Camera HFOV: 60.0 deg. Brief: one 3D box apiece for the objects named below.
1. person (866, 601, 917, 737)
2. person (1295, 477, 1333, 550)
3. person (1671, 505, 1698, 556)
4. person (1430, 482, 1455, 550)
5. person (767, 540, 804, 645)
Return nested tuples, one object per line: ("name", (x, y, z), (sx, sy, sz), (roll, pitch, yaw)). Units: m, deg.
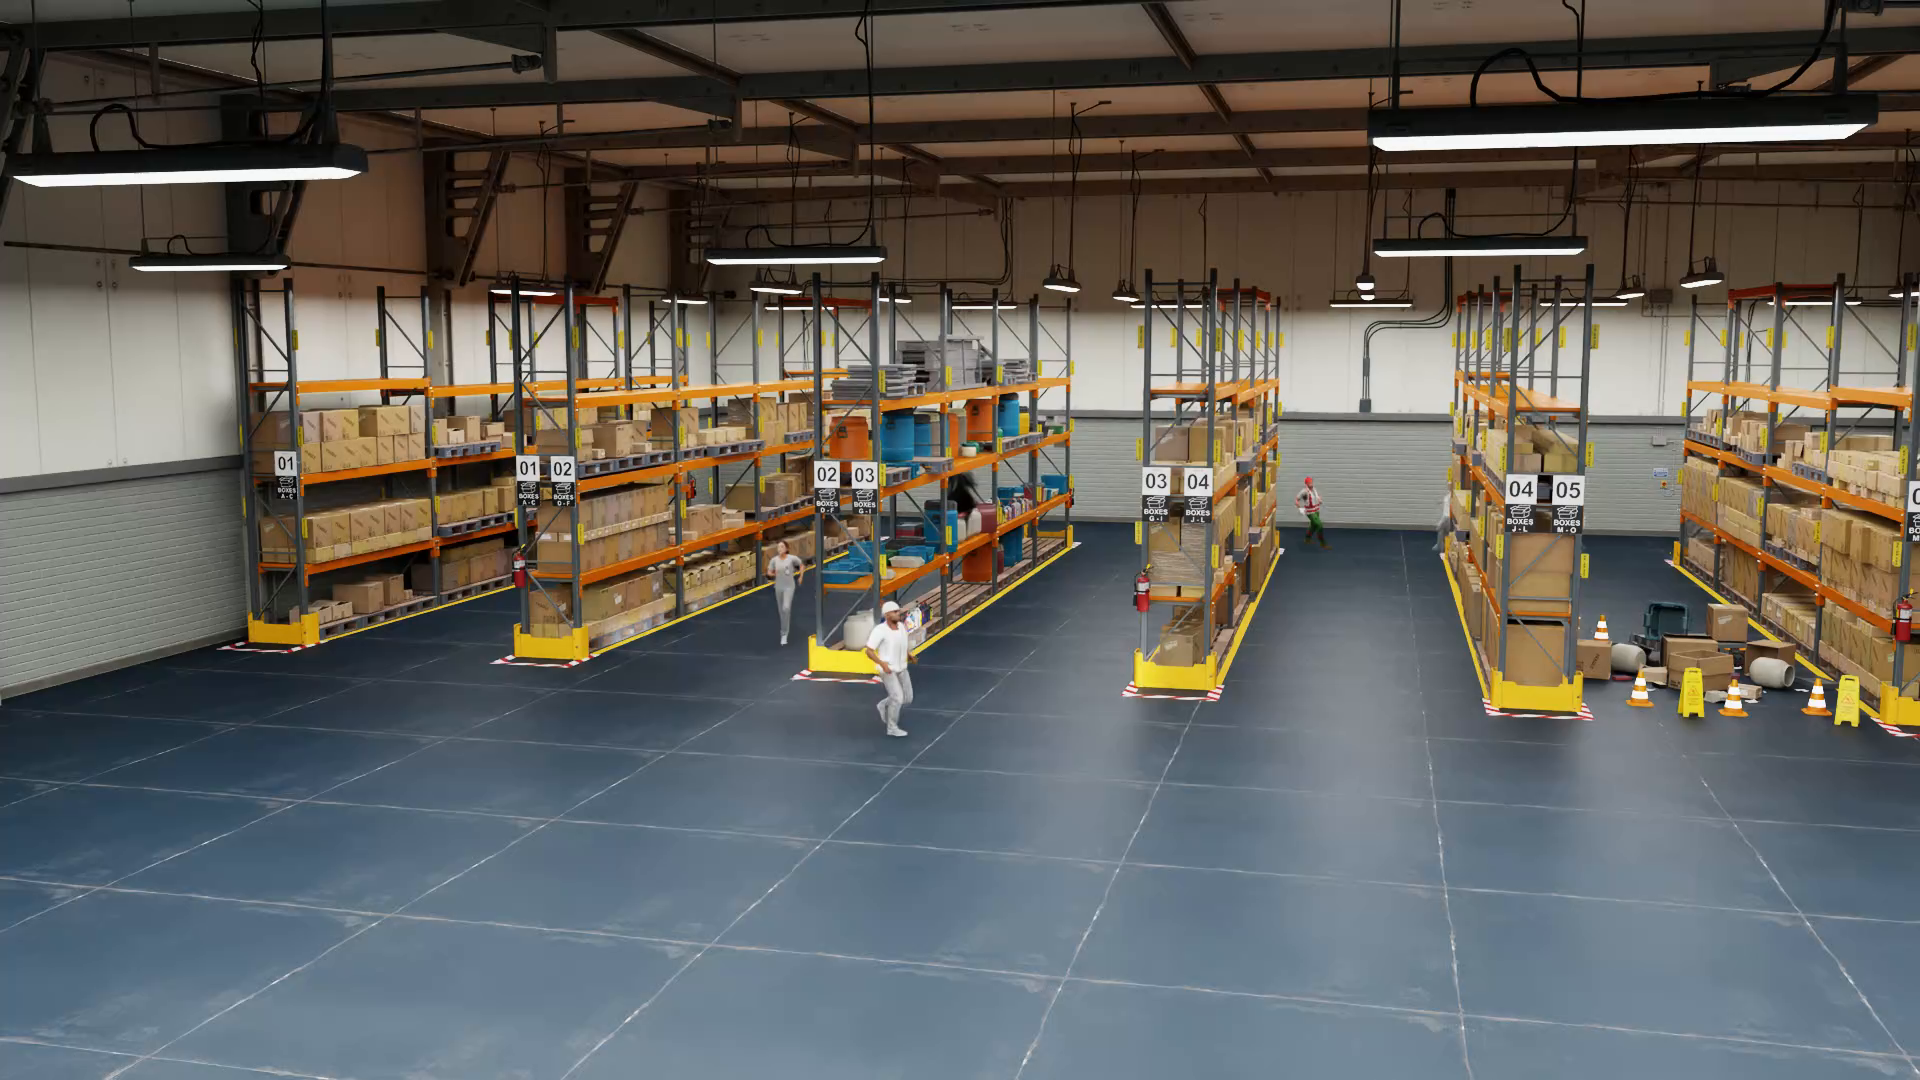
("person", (-0.893, 1.625, 21.092), (0.589, 1.722, 0.686), (6, 9, 42))
("person", (8.466, -0.649, 39.895), (0.797, 1.760, 0.827), (-6, 9, -41))
("person", (16.828, -0.402, 38.307), (0.836, 1.726, 0.625), (4, 8, 29))
("person", (11.582, -0.589, 39.498), (0.786, 1.749, 0.675), (3, 7, 23))
("person", (-2.904, 0.844, 27.801), (0.573, 1.715, 0.890), (1, 7, 10))
